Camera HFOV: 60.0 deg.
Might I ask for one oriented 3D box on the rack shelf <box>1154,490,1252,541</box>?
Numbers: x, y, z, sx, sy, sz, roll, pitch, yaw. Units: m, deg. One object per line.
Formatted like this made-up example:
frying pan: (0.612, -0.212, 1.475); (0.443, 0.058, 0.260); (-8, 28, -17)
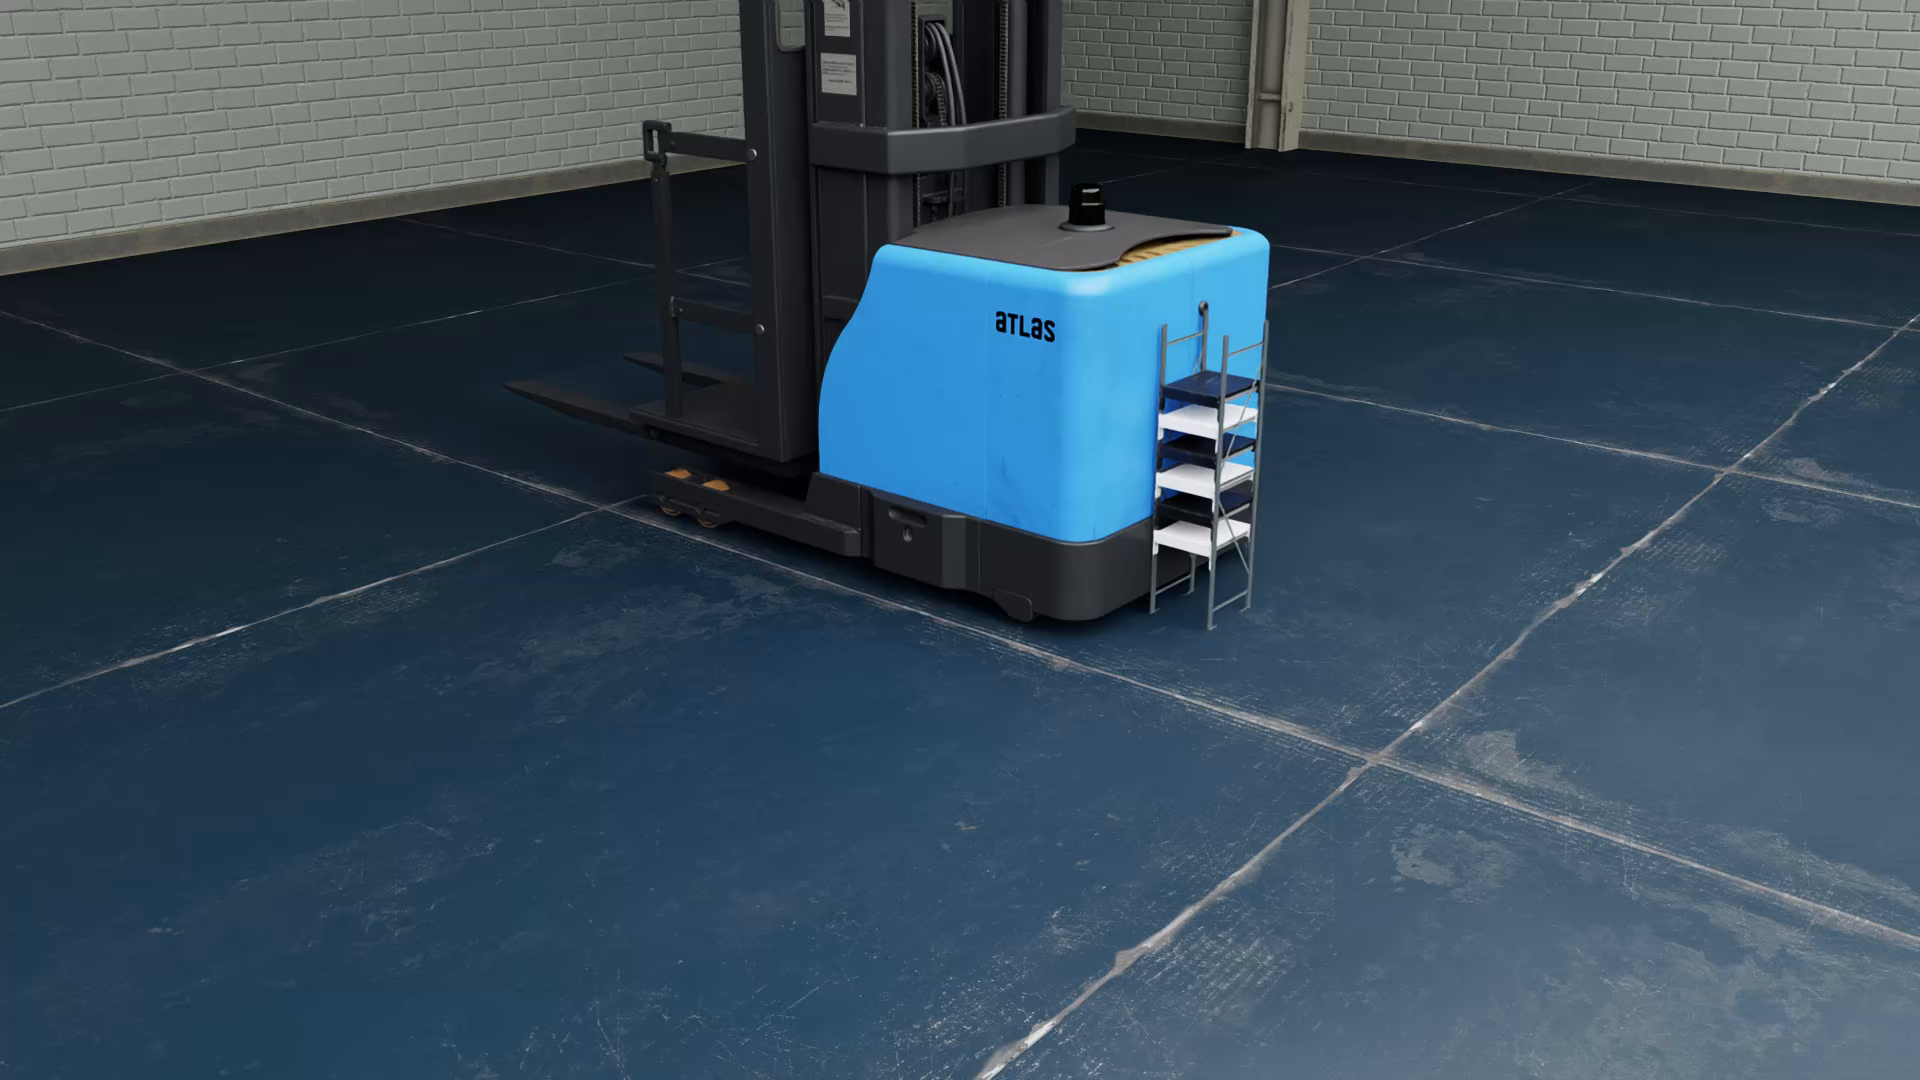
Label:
rack shelf: (0.734, -0.088, 4.975); (0.200, 0.077, 0.258); (17, 26, 37)

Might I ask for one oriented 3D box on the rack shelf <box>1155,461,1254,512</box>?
rack shelf: (0.734, -0.172, 4.943); (0.200, 0.077, 0.258); (17, 26, 37)

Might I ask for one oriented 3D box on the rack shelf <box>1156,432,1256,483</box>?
rack shelf: (0.734, -0.256, 4.911); (0.200, 0.077, 0.258); (17, 26, 37)

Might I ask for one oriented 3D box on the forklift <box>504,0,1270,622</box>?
forklift: (-0.470, -1.538, 5.593); (3.031, 2.935, 1.130); (17, 26, 37)

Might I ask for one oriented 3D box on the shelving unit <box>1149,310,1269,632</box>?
shelving unit: (0.734, -0.203, 4.931); (0.210, 0.900, 0.258); (17, 26, 37)

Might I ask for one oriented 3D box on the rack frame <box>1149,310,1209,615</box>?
rack frame: (0.657, -0.226, 4.992); (0.006, 0.900, 0.240); (17, 26, 37)

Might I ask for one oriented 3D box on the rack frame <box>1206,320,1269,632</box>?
rack frame: (0.812, -0.180, 4.870); (0.006, 0.900, 0.240); (17, 26, 37)

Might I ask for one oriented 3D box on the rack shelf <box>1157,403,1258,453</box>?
rack shelf: (0.734, -0.340, 4.879); (0.200, 0.077, 0.258); (17, 26, 37)

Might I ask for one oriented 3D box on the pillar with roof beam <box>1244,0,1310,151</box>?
pillar with roof beam: (0.114, -6.600, 10.417); (0.400, 9.000, 9.100); (16, 26, 36)

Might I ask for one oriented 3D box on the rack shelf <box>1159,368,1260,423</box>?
rack shelf: (0.734, -0.424, 4.848); (0.200, 0.077, 0.258); (17, 26, 37)

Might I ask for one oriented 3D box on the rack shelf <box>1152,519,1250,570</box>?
rack shelf: (0.734, -0.003, 5.006); (0.200, 0.077, 0.258); (17, 26, 37)
